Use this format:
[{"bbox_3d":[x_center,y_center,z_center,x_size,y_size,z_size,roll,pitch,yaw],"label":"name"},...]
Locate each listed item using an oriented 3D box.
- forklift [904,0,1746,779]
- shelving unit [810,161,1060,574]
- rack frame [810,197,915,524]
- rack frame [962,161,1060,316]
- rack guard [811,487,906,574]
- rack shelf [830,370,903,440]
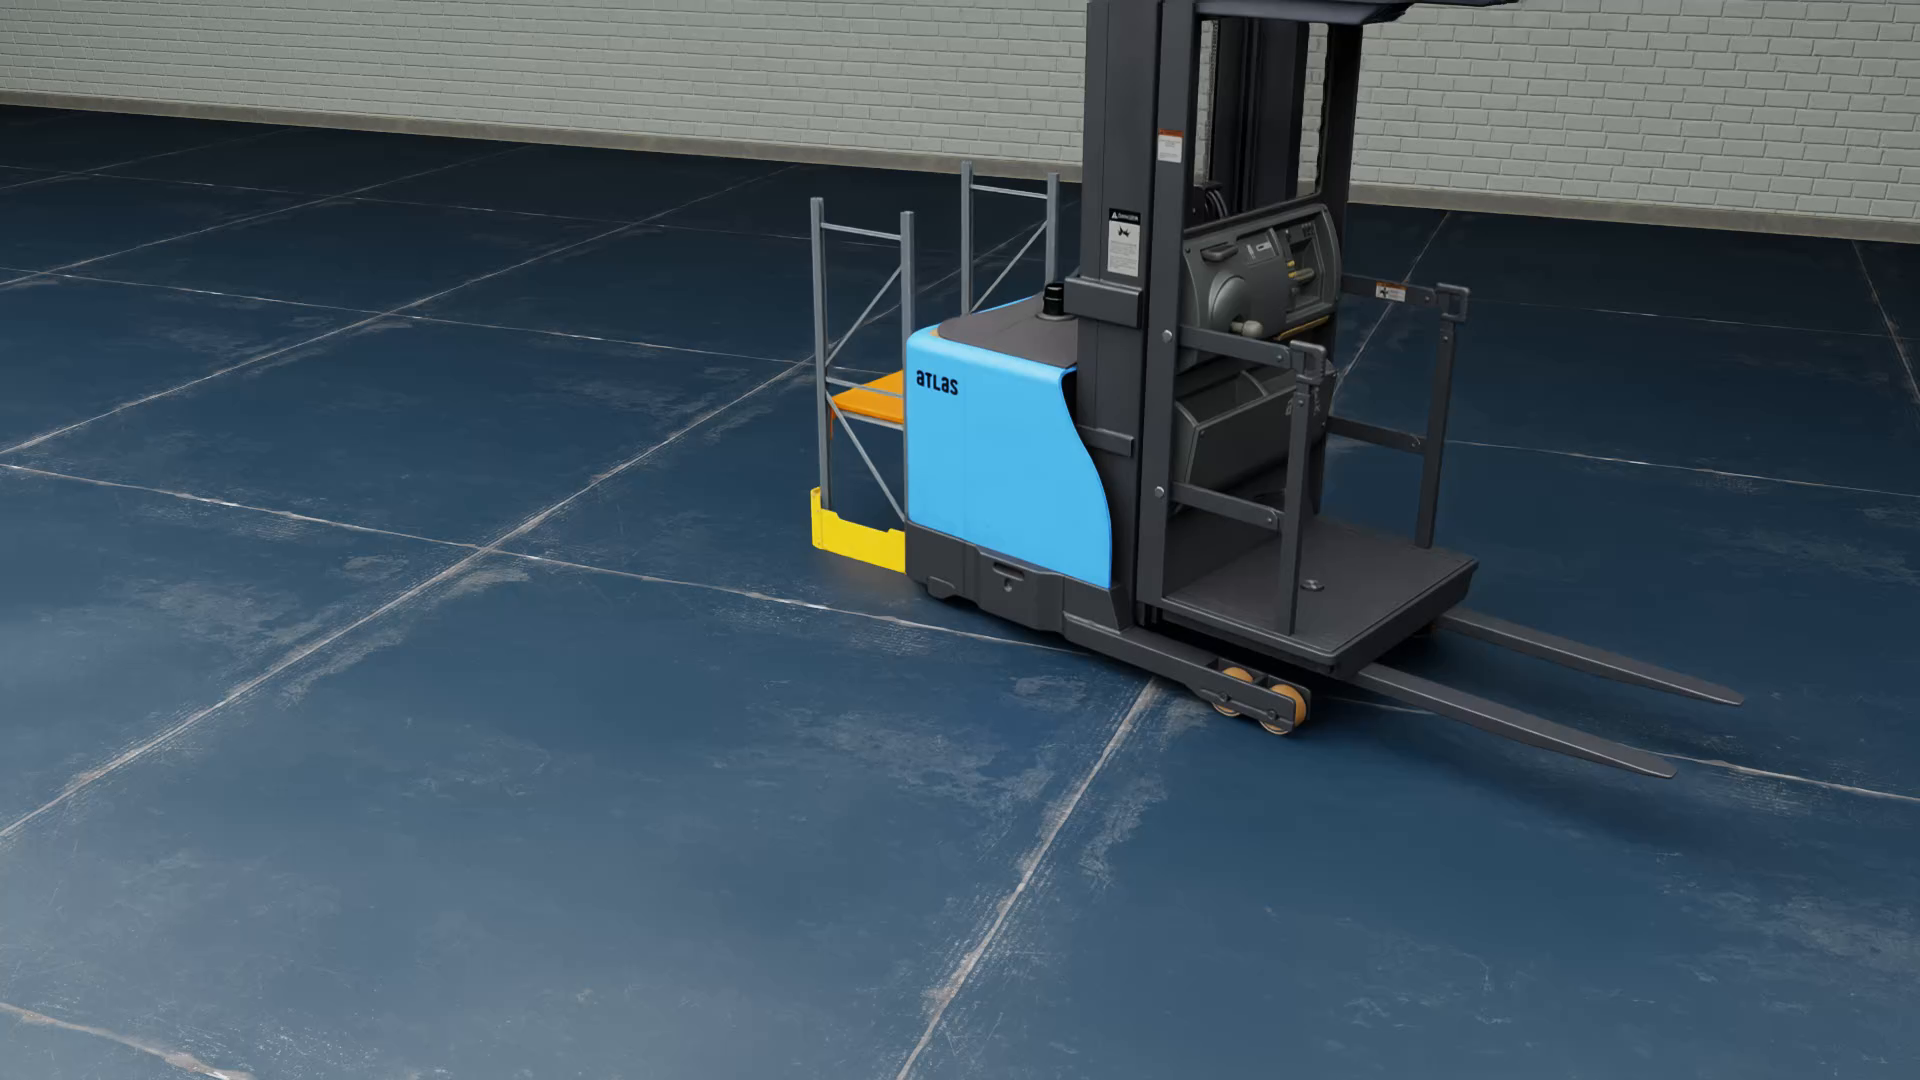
[{"bbox_3d":[1.215,-0.919,5.647,3.031,2.935,1.130,19,29,38],"label":"forklift"},{"bbox_3d":[-0.090,-0.770,7.147,0.587,1.500,1.083,16,27,33],"label":"shelving unit"},{"bbox_3d":[-0.385,-0.615,6.776,0.500,1.500,0.032,16,27,33],"label":"rack frame"},{"bbox_3d":[0.217,-0.930,7.532,0.500,1.500,0.032,16,27,33],"label":"rack frame"},{"bbox_3d":[-0.385,-0.039,7.018,0.587,0.250,0.087,16,27,33],"label":"rack guard"},{"bbox_3d":[-0.084,-0.607,7.223,0.538,0.185,1.000,16,27,33],"label":"rack shelf"}]
